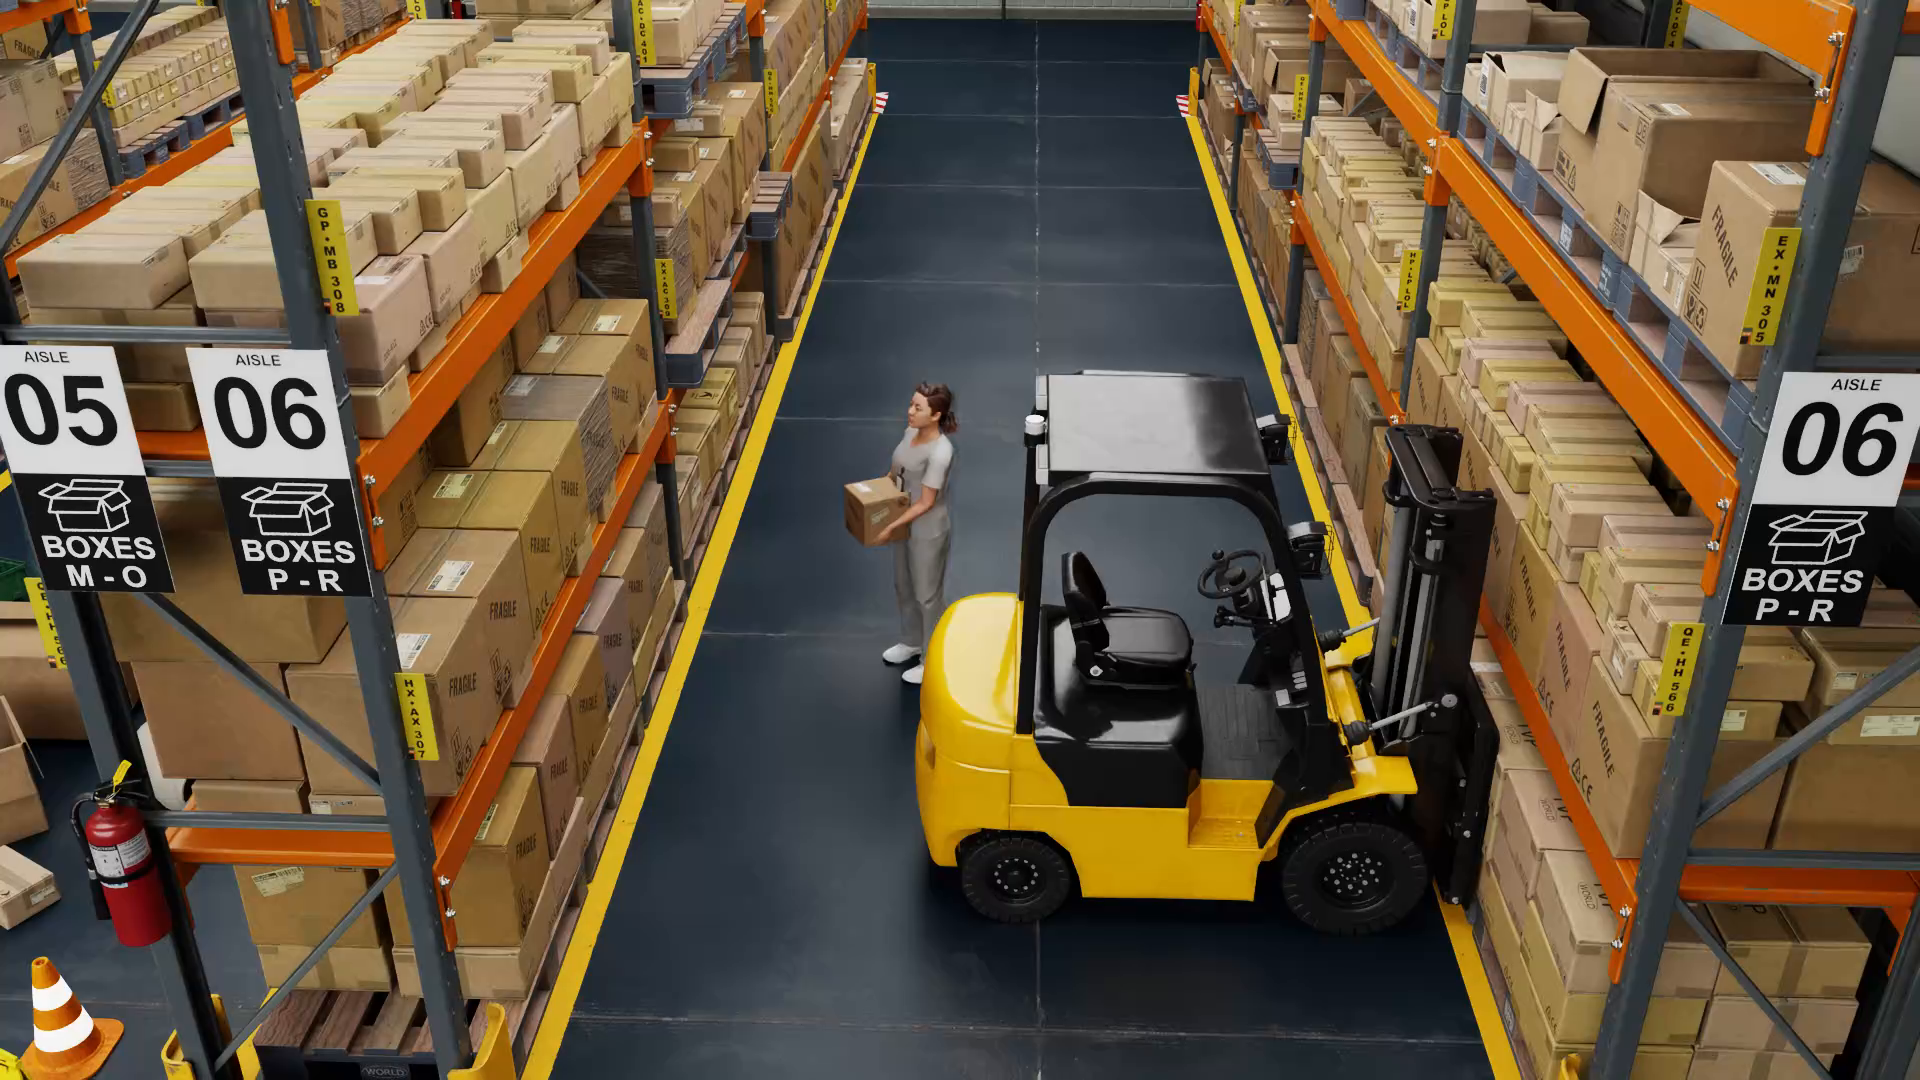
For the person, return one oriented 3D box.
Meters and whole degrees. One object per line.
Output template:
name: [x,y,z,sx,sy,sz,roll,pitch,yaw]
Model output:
person: [-0.266,-0.034,8.692,0.548,1.669,0.443,-13,31,-22]
